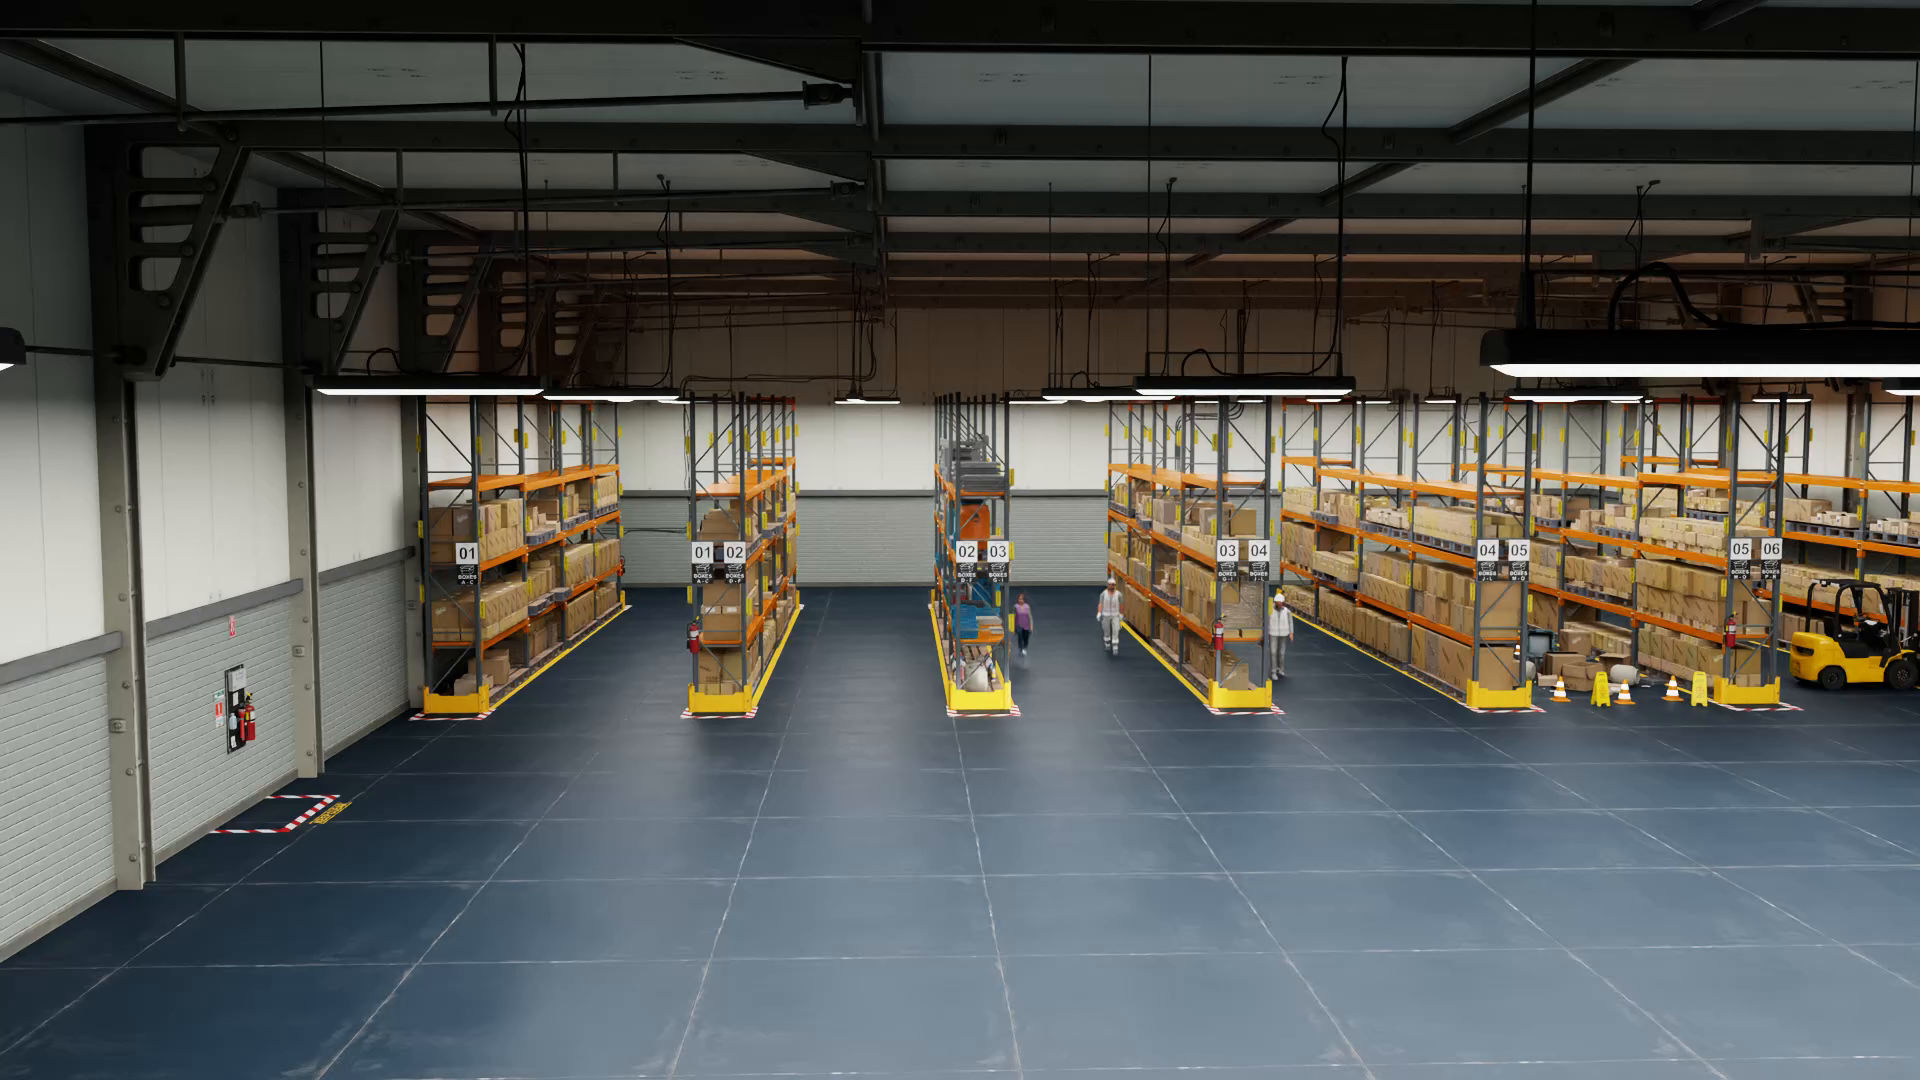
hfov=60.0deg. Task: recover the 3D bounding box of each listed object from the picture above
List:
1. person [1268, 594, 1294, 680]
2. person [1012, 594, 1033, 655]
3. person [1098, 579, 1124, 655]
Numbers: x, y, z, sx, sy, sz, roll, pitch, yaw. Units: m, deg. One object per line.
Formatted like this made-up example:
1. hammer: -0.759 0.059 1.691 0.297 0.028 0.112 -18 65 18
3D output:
1. person: 6.755 2.025 35.172 0.584 1.783 0.696 0 5 6
2. person: 1.384 1.861 36.638 0.436 1.328 0.975 -1 5 -12
3. person: 3.500 1.756 38.451 0.608 1.726 1.068 0 5 1
